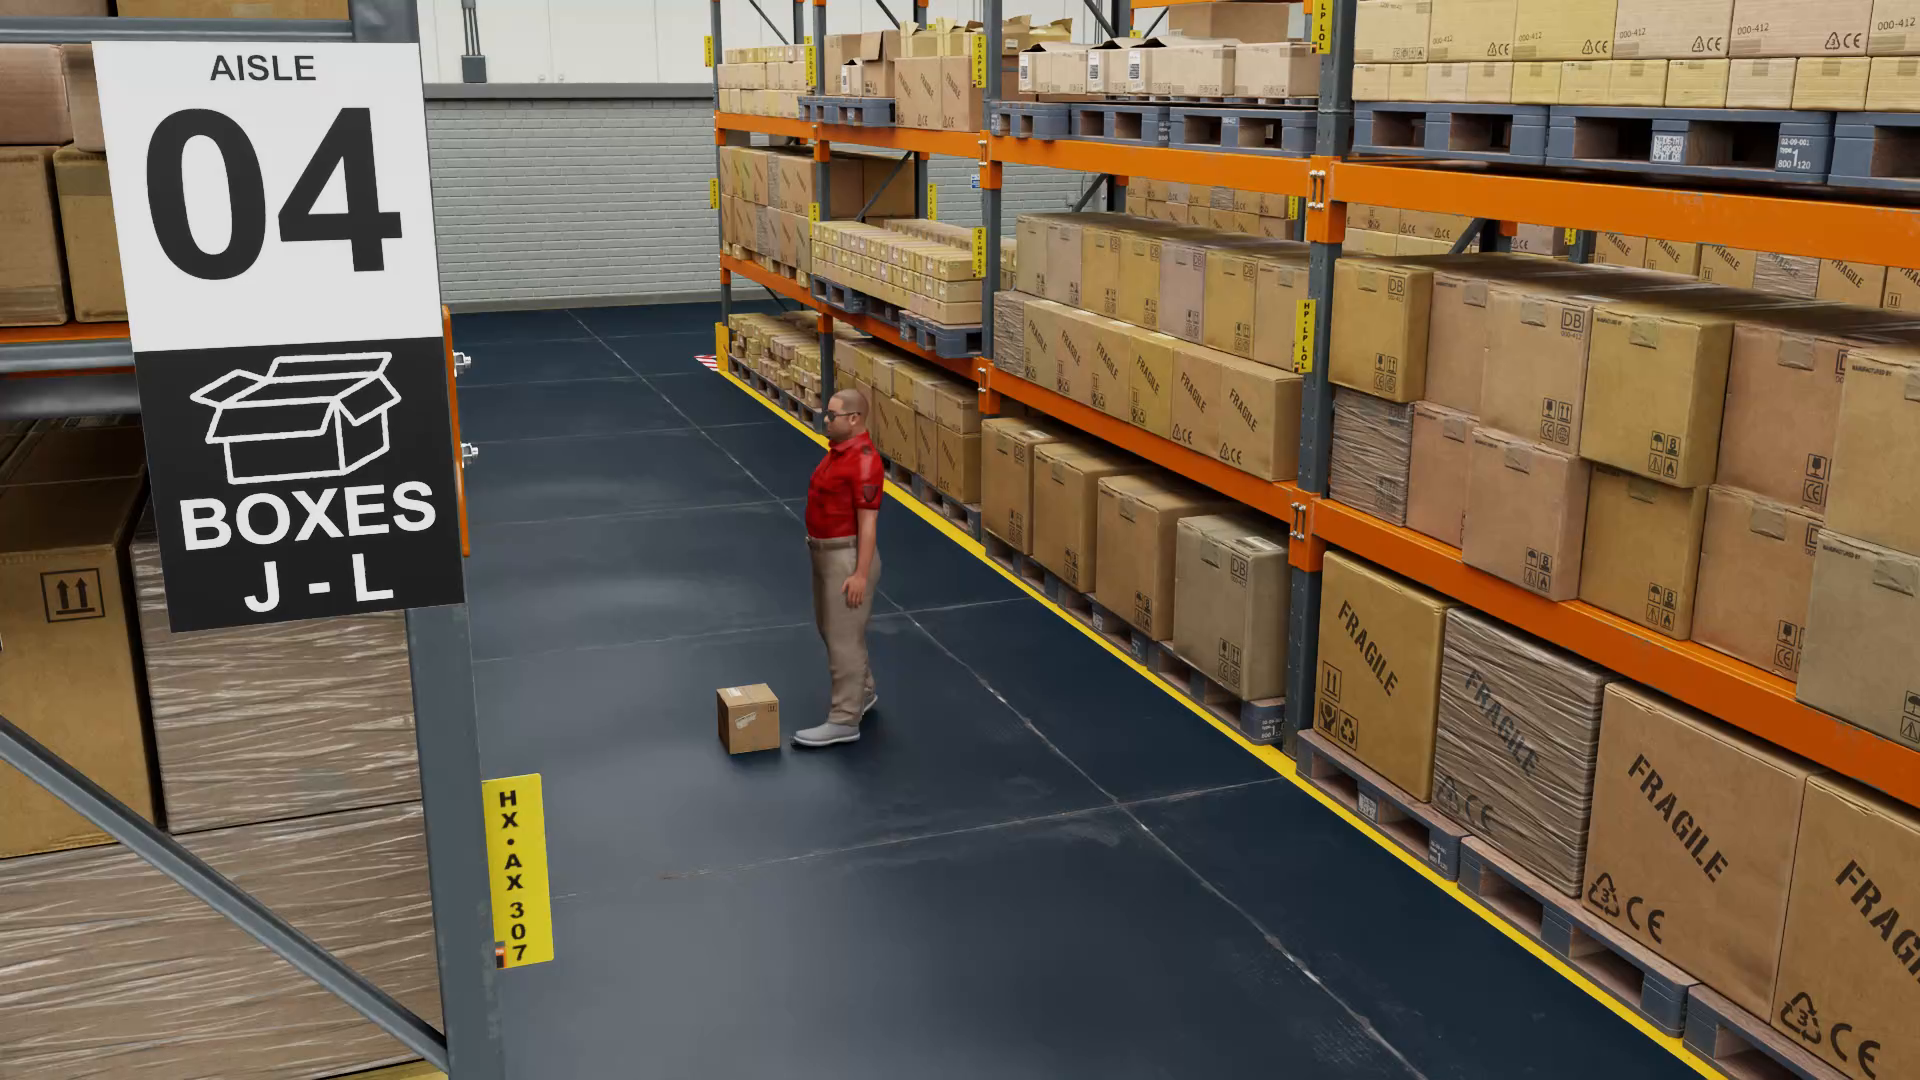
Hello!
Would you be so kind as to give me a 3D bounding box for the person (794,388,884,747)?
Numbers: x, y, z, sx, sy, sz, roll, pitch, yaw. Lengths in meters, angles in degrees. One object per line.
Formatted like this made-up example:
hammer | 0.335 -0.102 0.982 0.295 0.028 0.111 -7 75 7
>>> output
person | -0.604 0.134 8.118 0.527 1.756 0.547 -5 16 -19
